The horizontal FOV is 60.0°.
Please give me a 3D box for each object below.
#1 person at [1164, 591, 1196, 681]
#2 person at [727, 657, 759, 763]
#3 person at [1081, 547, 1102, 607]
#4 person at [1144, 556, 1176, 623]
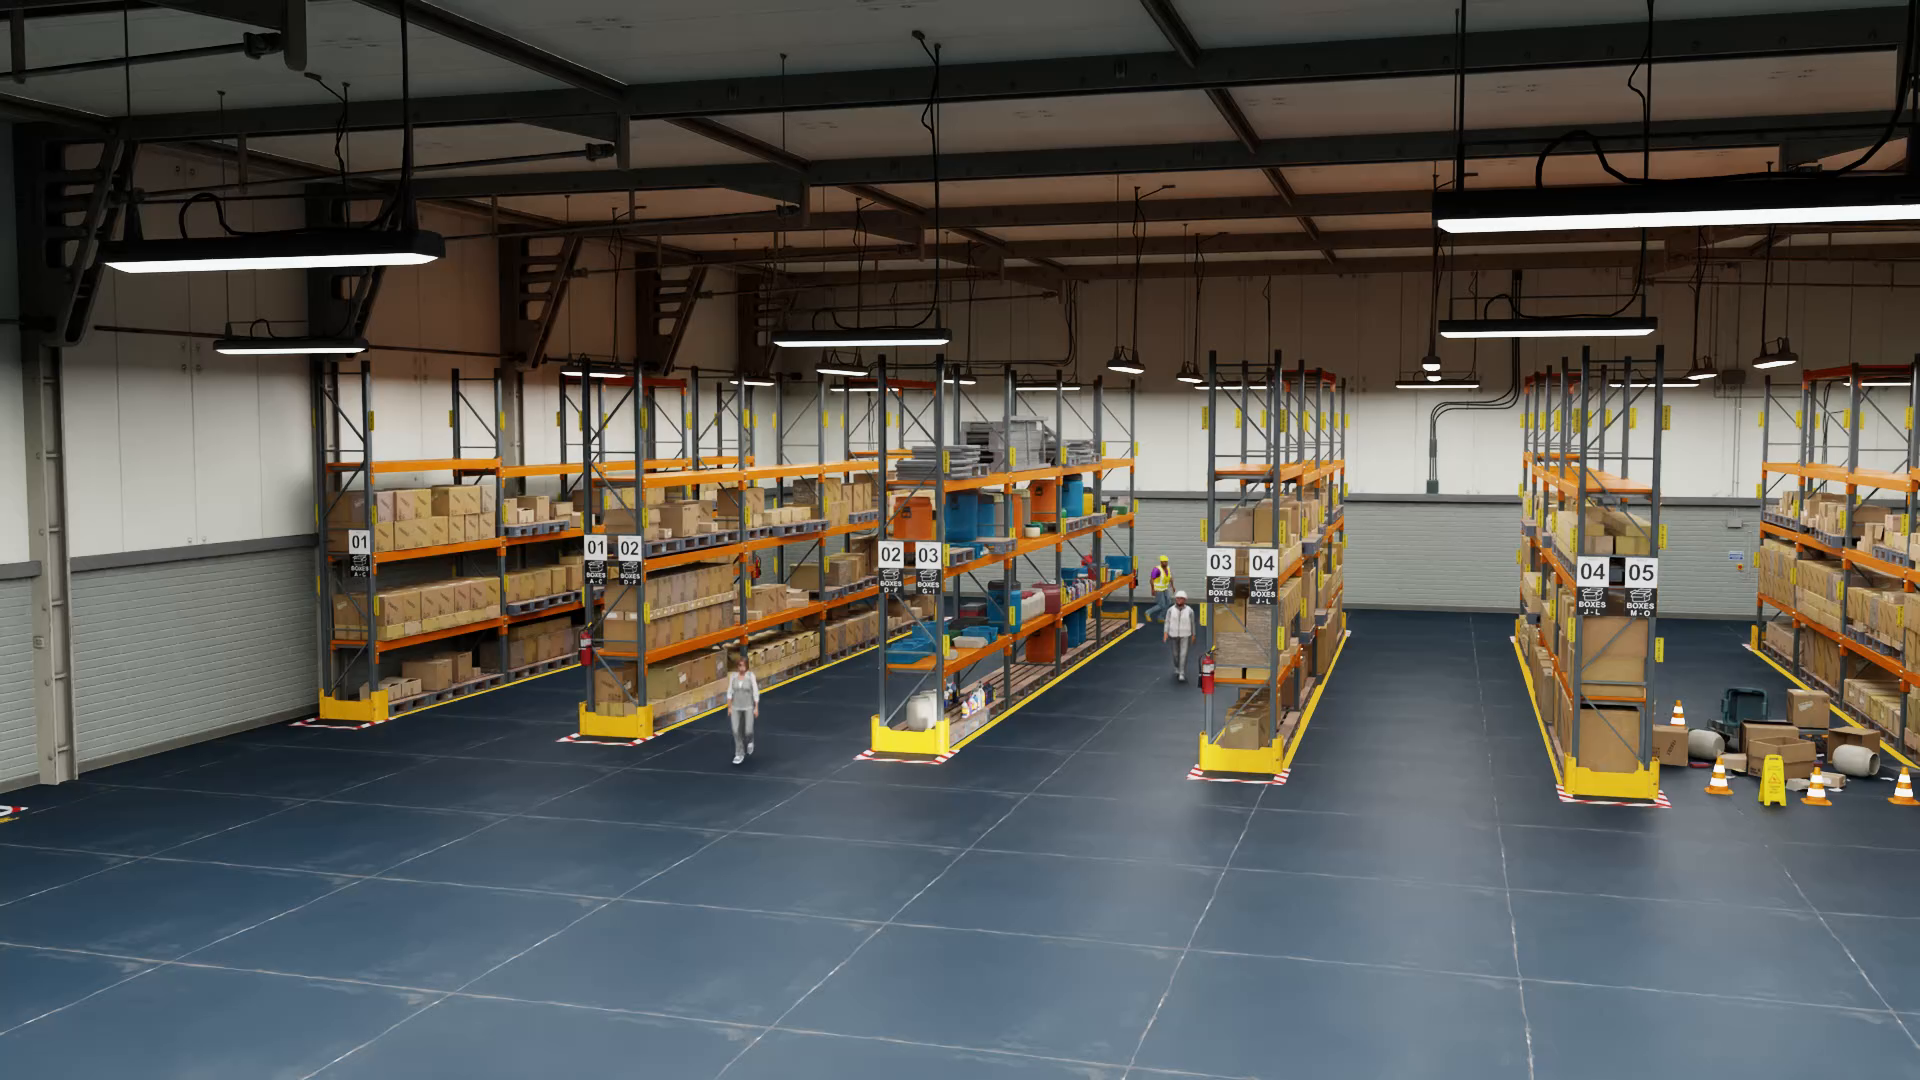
[{"bbox_3d":[4.250,1.839,32.180,0.593,1.720,1.084,1,4,13],"label":"person"},{"bbox_3d":[-3.178,2.487,24.469,0.481,1.564,0.518,0,4,5],"label":"person"},{"bbox_3d":[3.529,0.987,44.125,0.536,1.650,1.104,-2,5,-26],"label":"person"},{"bbox_3d":[4.929,1.220,41.169,0.695,1.691,0.729,3,5,34],"label":"person"}]
